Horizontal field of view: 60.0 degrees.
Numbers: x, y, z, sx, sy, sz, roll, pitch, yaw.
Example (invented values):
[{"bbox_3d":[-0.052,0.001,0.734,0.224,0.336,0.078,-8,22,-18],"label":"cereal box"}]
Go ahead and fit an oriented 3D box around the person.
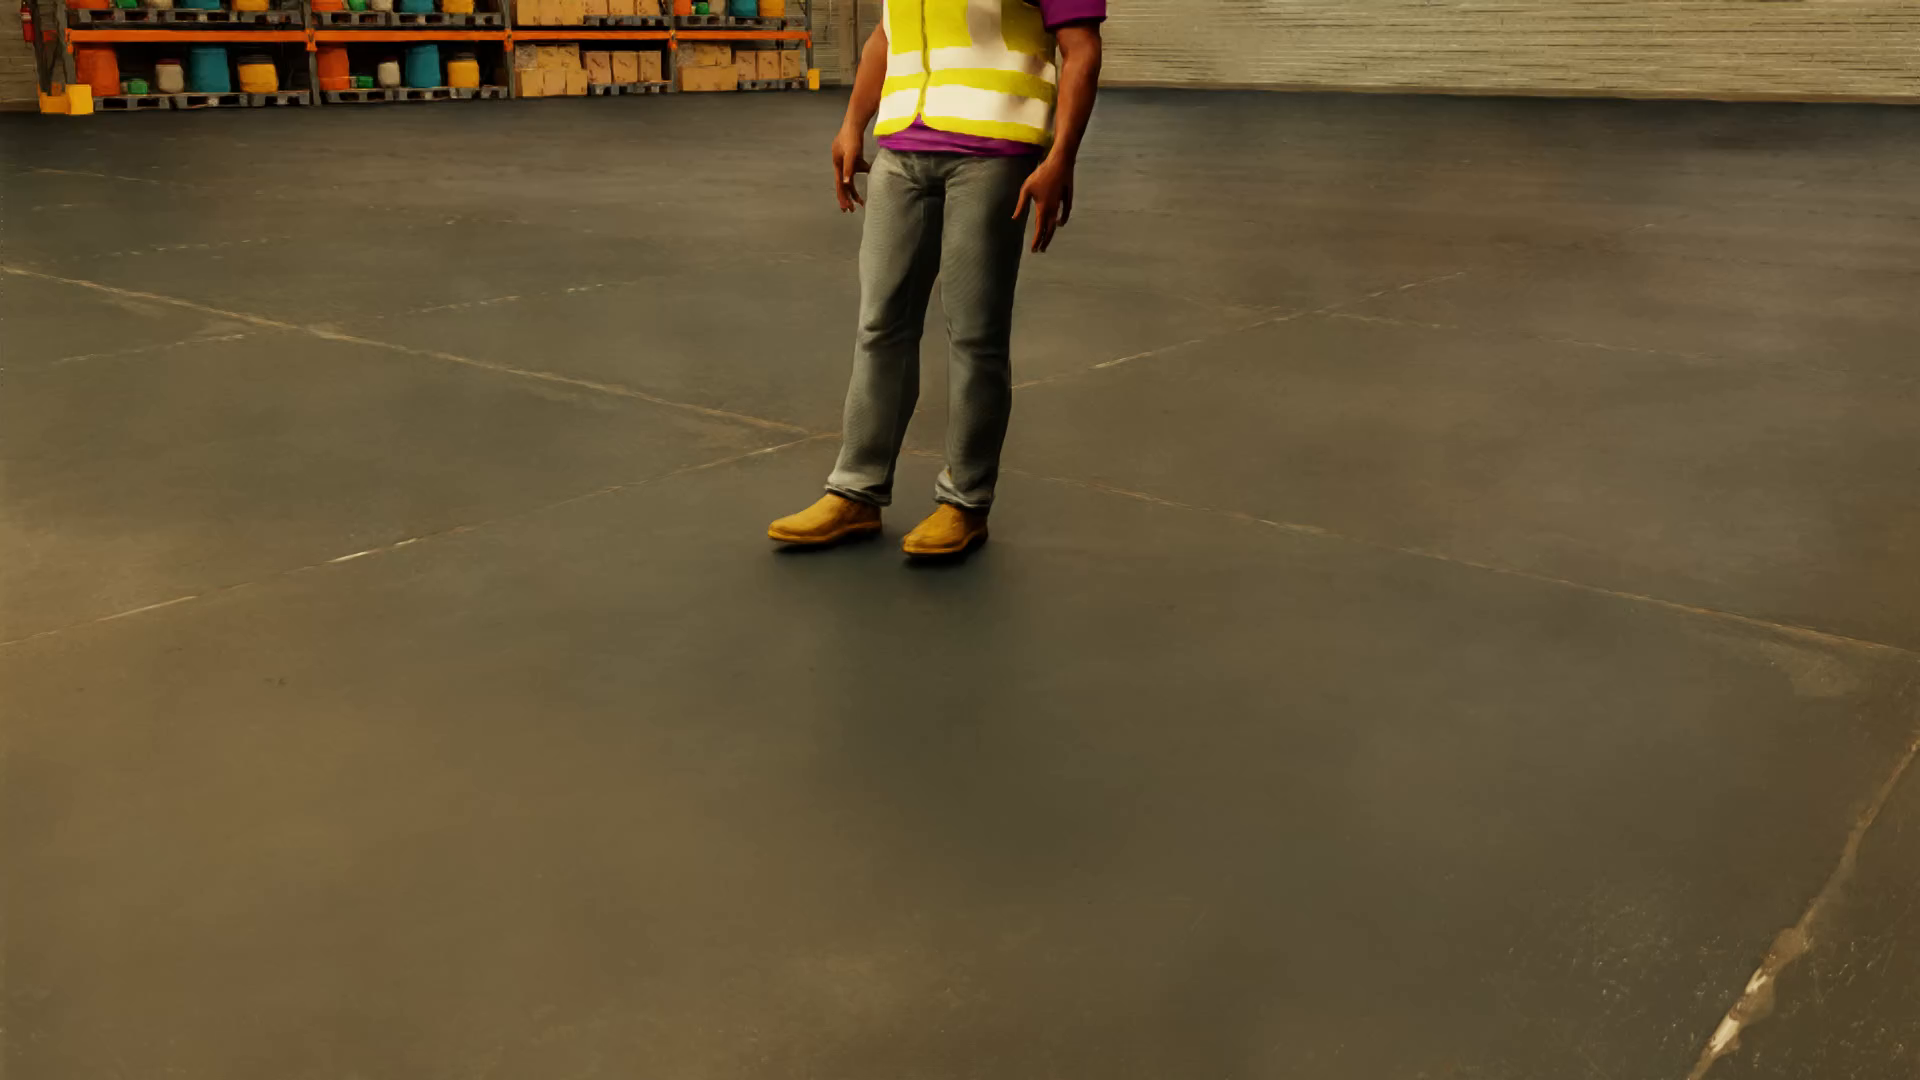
[{"bbox_3d":[-0.048,-0.837,3.635,0.665,1.766,0.576,13,21,37],"label":"person"}]
